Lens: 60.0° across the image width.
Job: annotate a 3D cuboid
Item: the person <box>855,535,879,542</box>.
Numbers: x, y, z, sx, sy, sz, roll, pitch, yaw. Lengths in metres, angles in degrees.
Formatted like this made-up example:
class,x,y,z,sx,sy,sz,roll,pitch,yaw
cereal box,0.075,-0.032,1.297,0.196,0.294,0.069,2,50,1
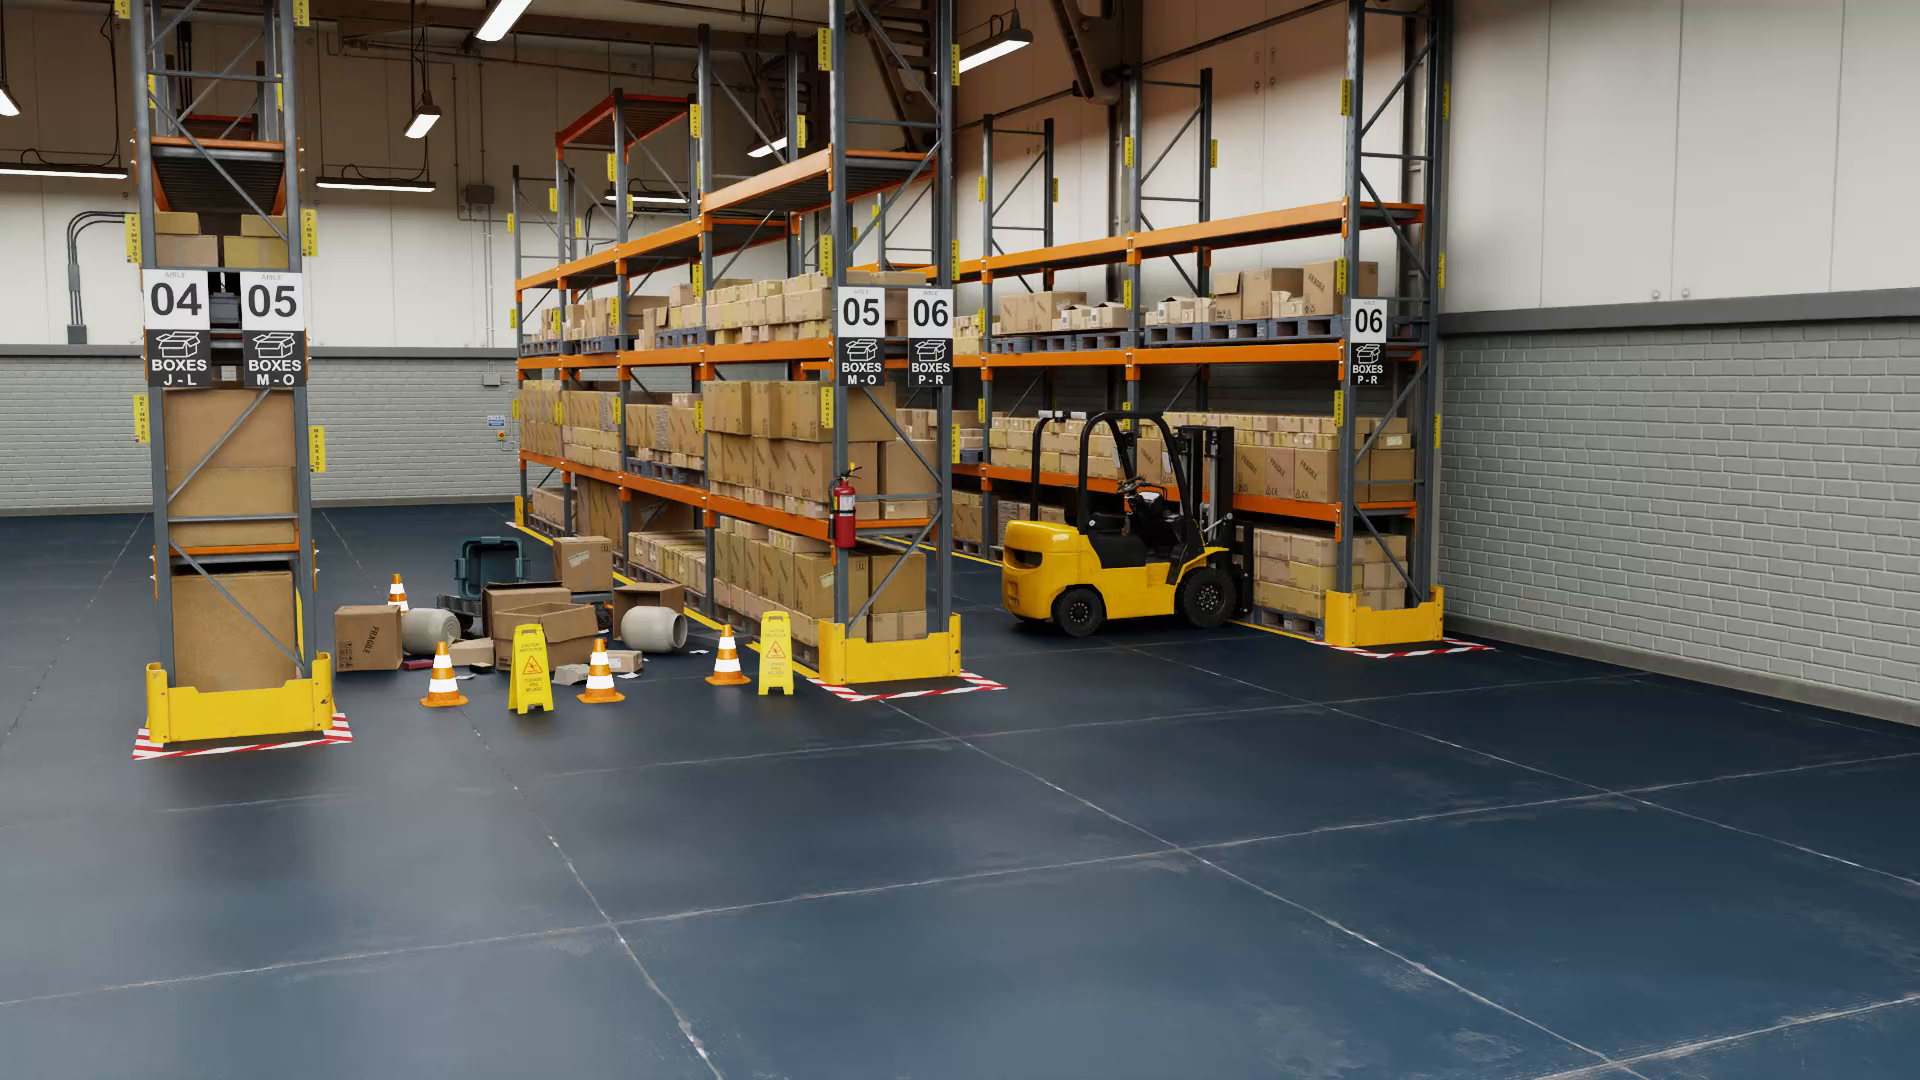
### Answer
class,x,y,z,sx,sy,sz,roll,pitch,yaw
person,-1.146,-0.378,20.214,0.485,1.582,0.468,-3,6,-31
